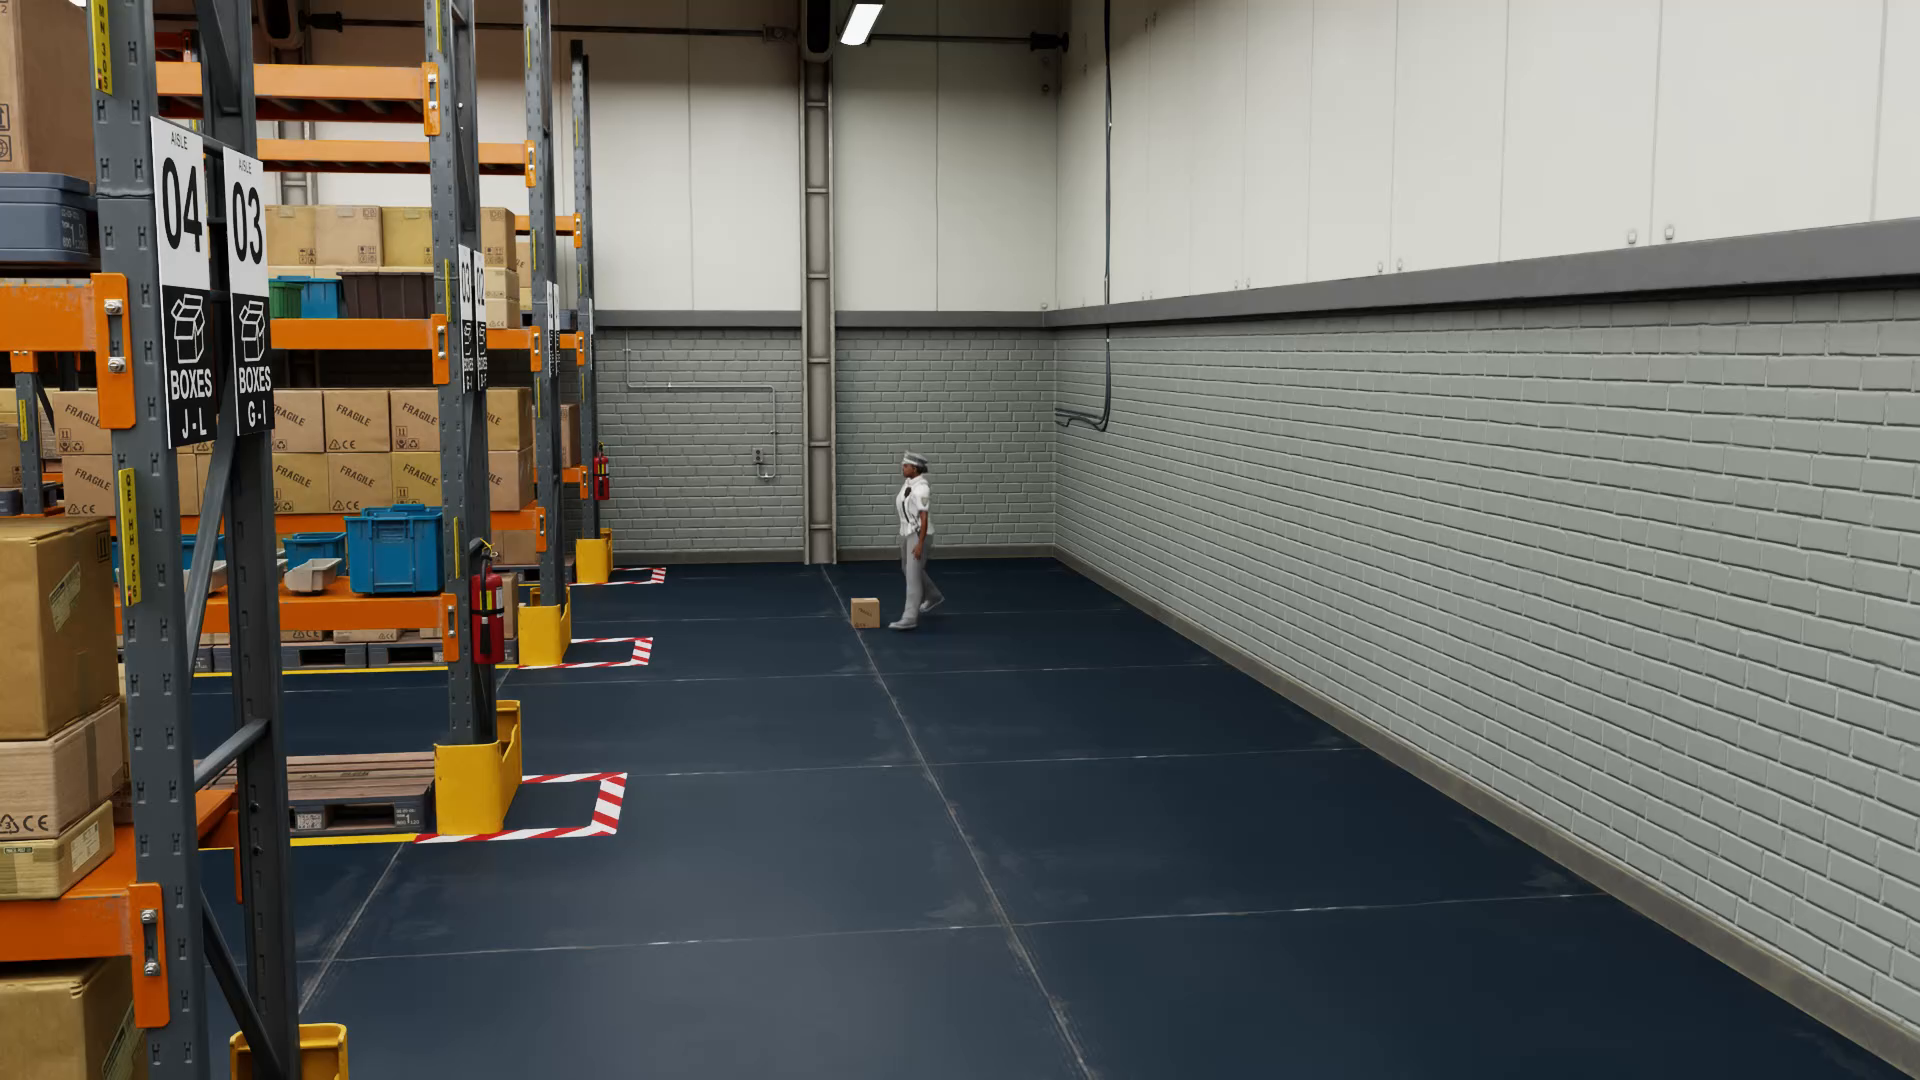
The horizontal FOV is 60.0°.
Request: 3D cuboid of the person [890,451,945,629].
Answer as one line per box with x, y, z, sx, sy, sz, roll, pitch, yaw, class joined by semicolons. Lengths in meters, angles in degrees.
-0.420;-0.035;15.982;0.724;1.671;0.763;-2;7;-18;person
